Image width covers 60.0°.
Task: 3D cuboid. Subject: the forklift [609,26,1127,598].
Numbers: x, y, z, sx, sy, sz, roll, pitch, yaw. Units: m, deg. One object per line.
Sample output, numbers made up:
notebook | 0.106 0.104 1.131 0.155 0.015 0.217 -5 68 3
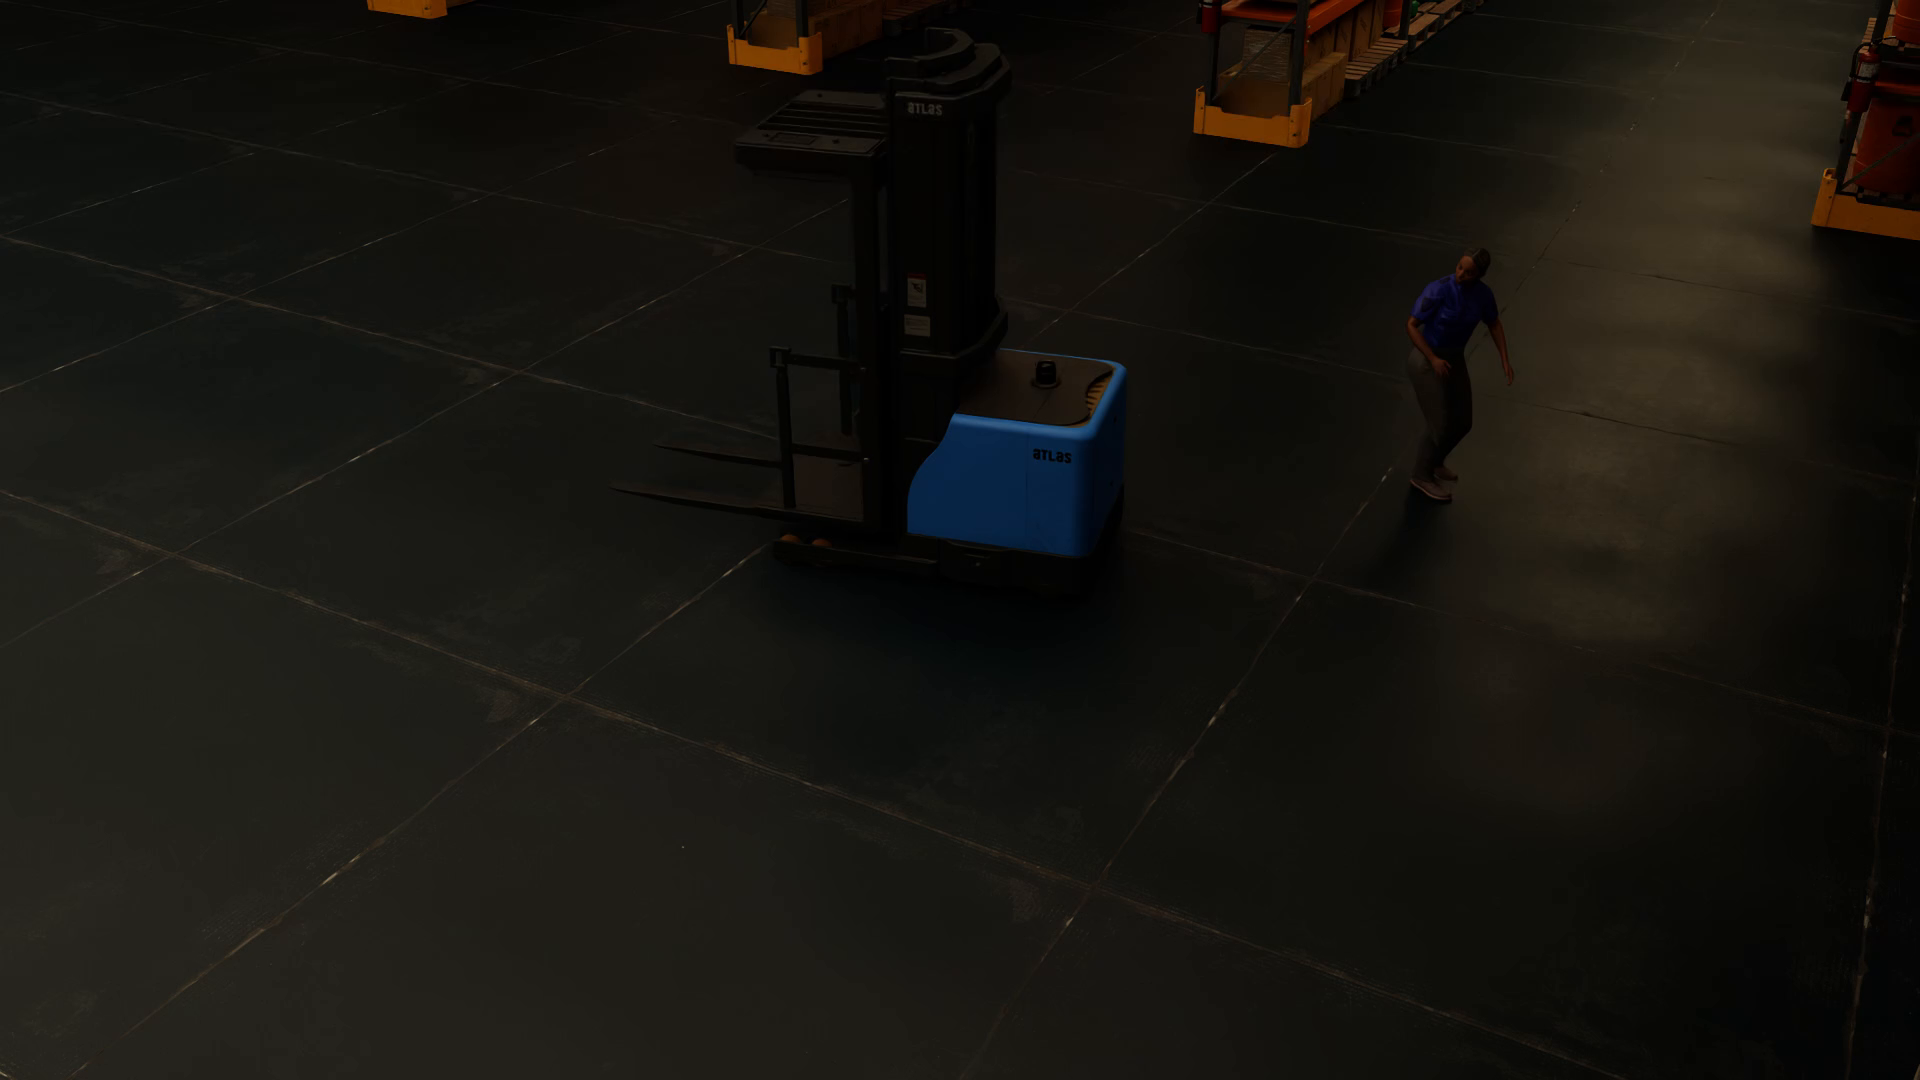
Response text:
forklift | -0.593 -1.349 9.409 3.031 2.935 1.130 8 31 14

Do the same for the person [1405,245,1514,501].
person | 3.044 -1.051 10.247 0.678 1.609 0.471 -15 33 -24
